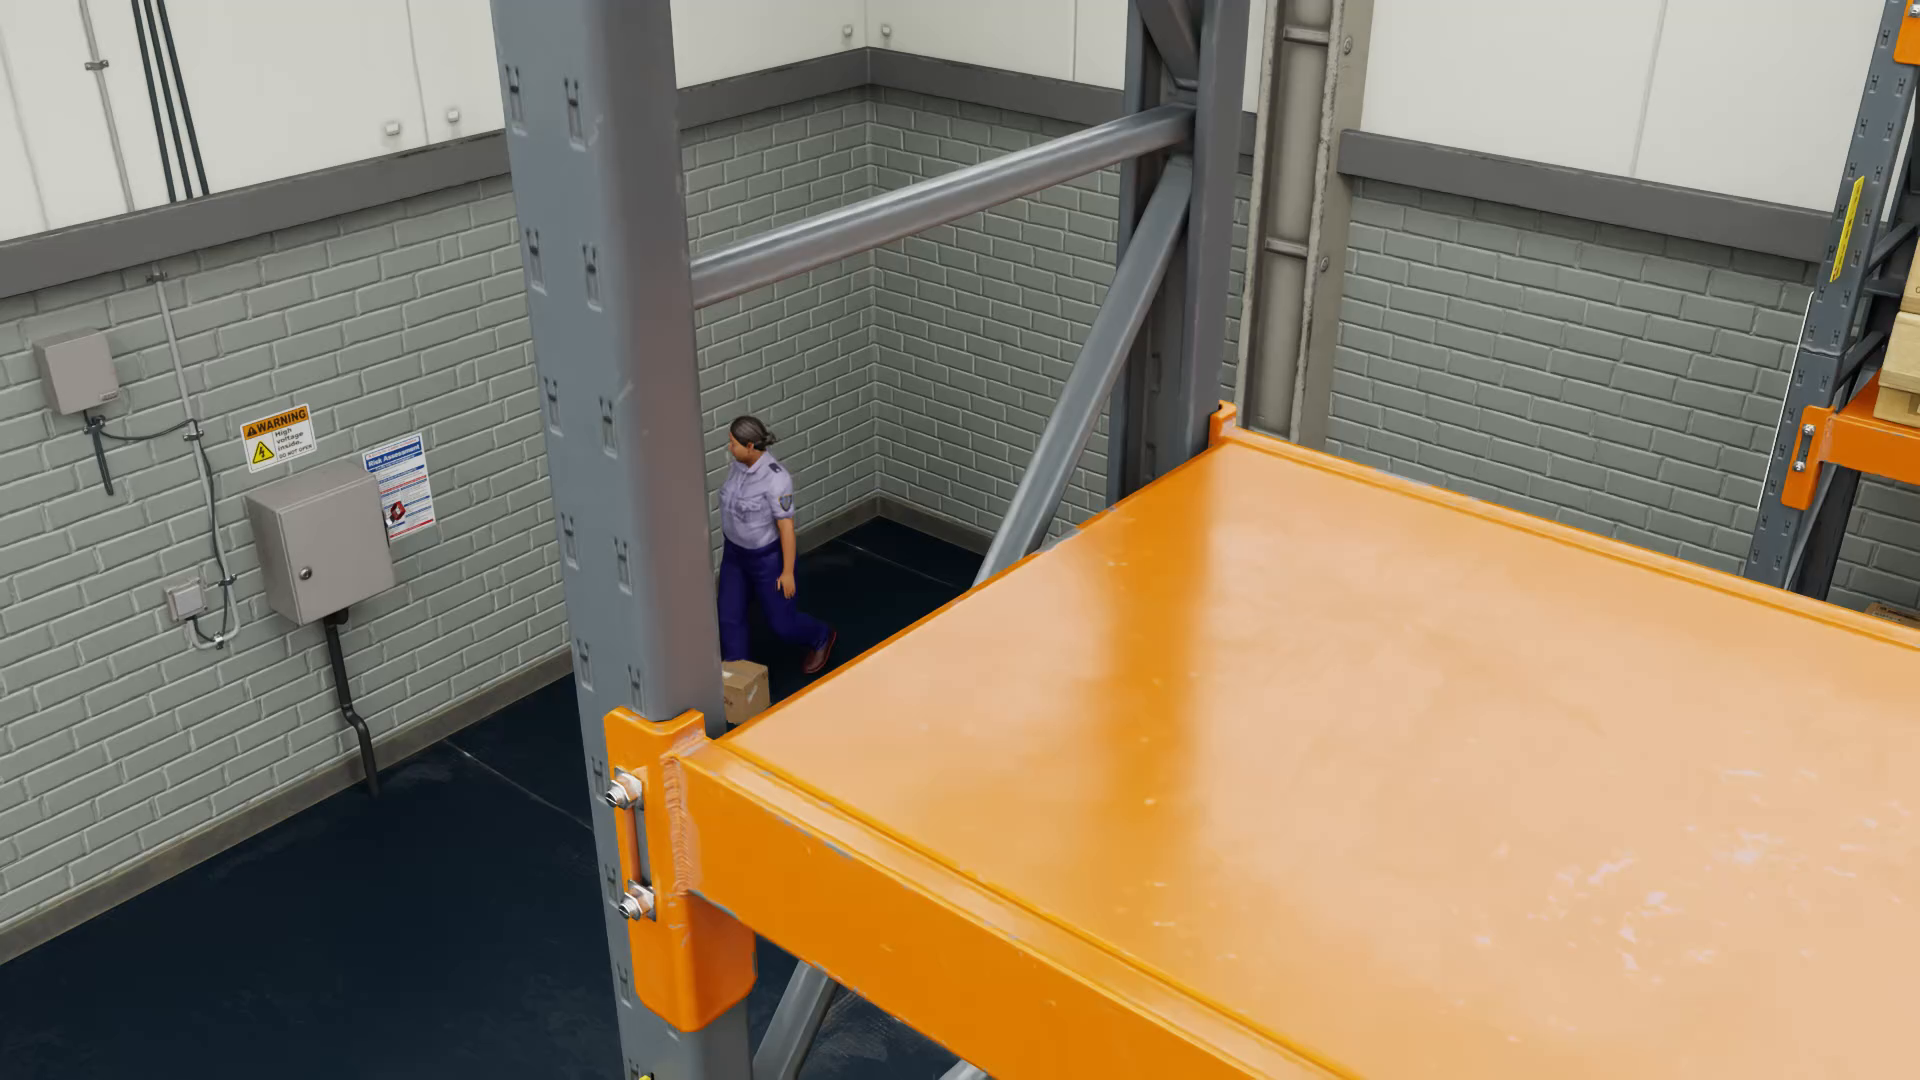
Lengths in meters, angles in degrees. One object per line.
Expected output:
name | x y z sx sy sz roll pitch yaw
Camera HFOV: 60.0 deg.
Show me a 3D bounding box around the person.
person | -1.031 0.097 8.855 0.507 1.608 0.815 23 35 37
